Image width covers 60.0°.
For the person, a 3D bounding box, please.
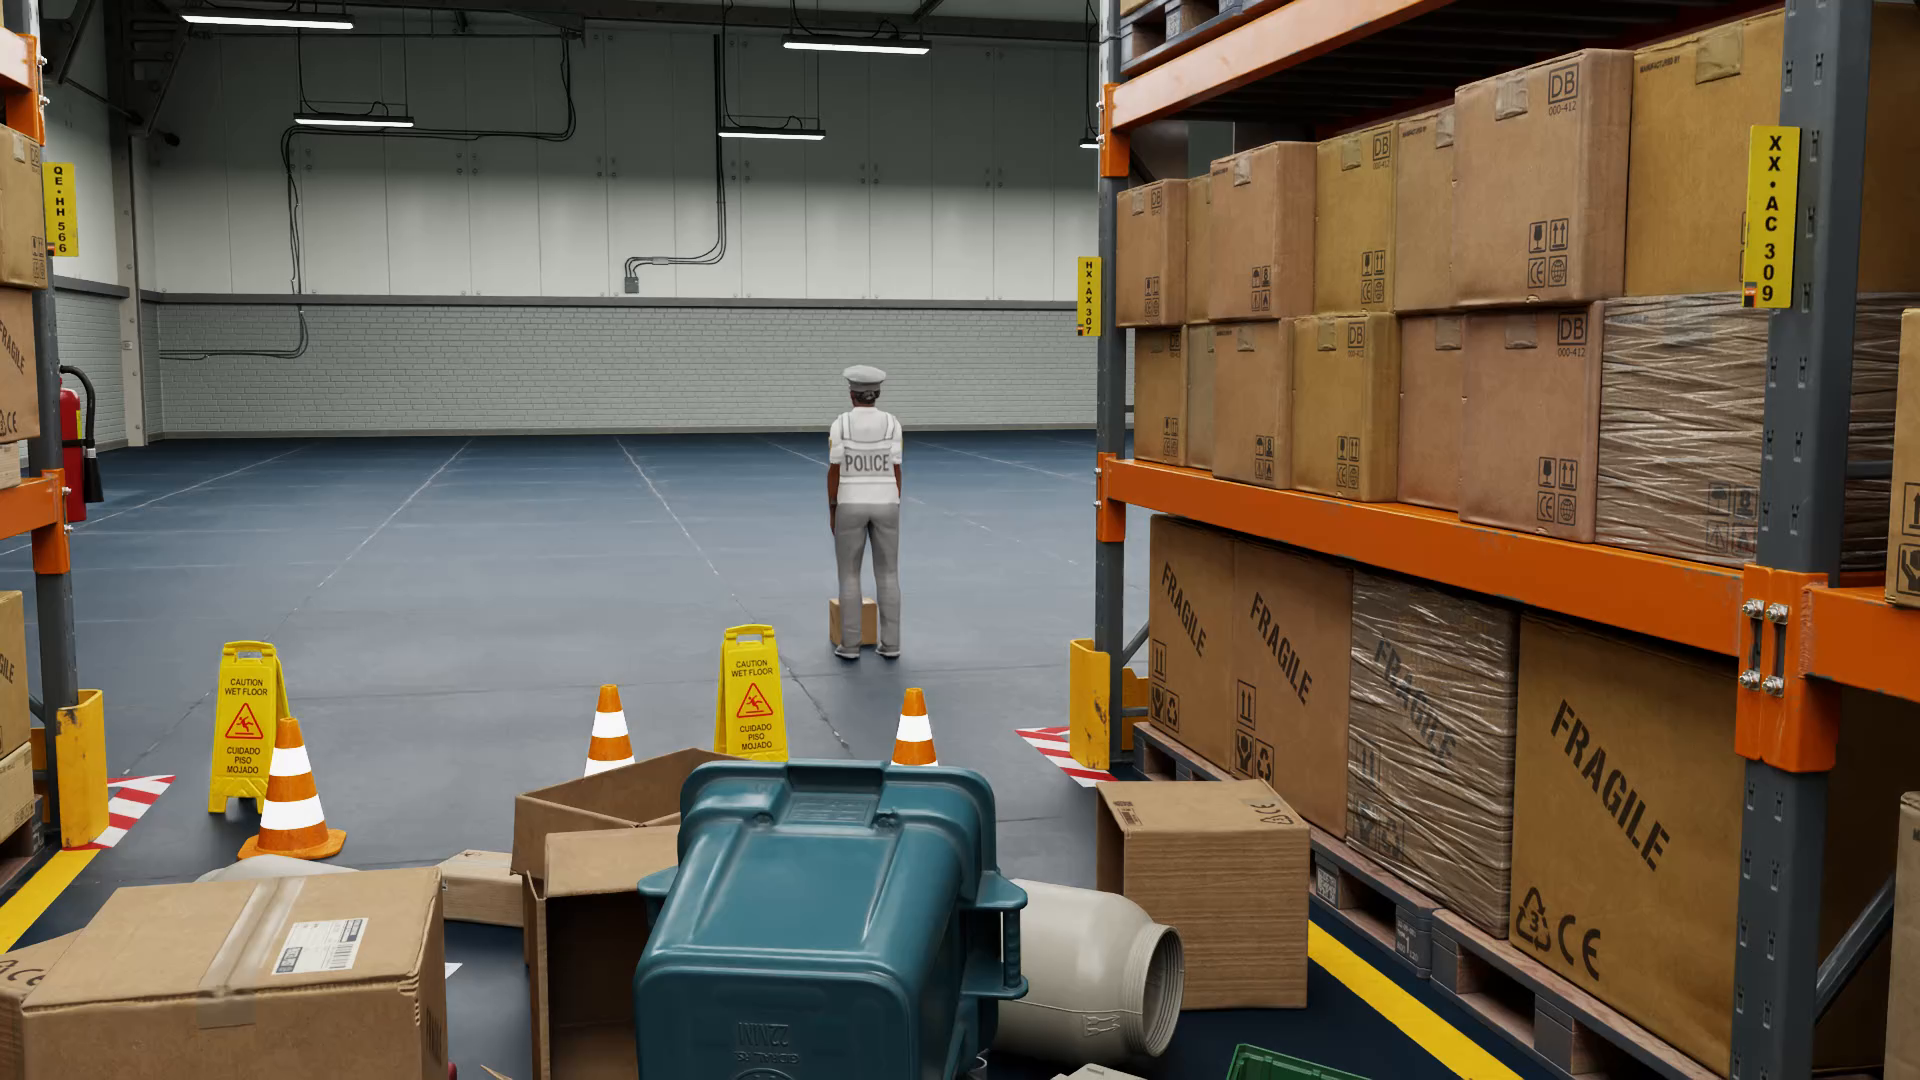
[{"bbox_3d":[-0.551,-0.160,9.578,0.435,1.685,0.341,-1,6,-12],"label":"person"}]
